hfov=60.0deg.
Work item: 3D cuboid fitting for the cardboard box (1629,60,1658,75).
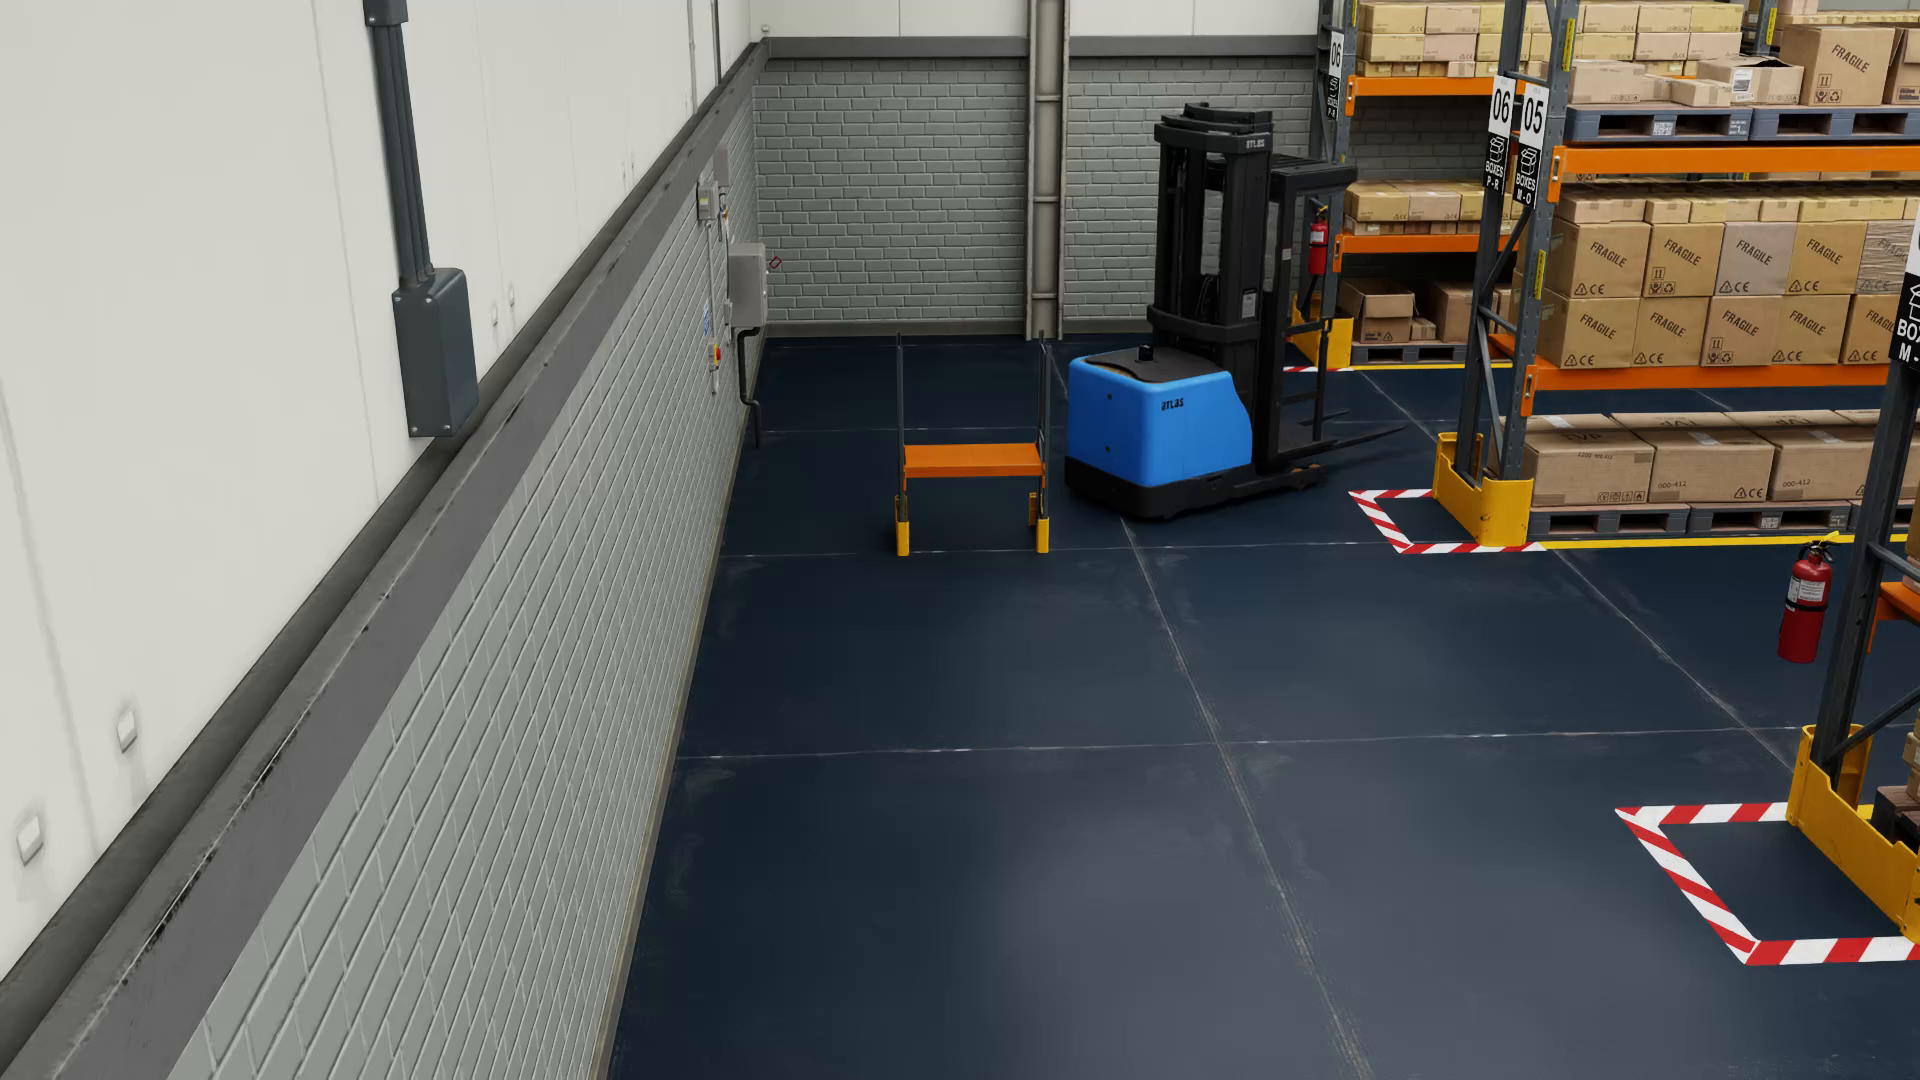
[{"bbox_3d":[6.525,-4.568,16.039,0.250,0.149,0.380,-1,21,-3],"label":"cardboard box"}]

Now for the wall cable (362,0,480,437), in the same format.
[{"bbox_3d":[-1.357,-3.457,4.032,0.120,5.999,2.277,-1,21,-3],"label":"wall cable"}]

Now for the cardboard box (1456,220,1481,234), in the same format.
[{"bbox_3d":[5.009,-3.146,16.520,0.250,0.149,0.380,-1,21,-2],"label":"cardboard box"}]

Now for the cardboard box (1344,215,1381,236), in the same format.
[{"bbox_3d":[3.977,-3.115,16.441,0.250,0.149,0.380,-1,21,-3],"label":"cardboard box"}]

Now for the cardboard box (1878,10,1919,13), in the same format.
[{"bbox_3d":[9.212,-5.127,16.360,0.250,0.149,0.380,-1,21,-3],"label":"cardboard box"}]

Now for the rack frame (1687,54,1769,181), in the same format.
[{"bbox_3d":[7.626,-3.405,16.848,0.127,3.000,1.000,-1,21,-3],"label":"rack frame"}]

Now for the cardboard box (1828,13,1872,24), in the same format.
[{"bbox_3d":[8.467,-4.942,15.875,0.250,0.149,0.380,-2,21,-4],"label":"cardboard box"}]

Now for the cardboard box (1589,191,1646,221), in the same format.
[{"bbox_3d":[4.548,-2.317,11.534,0.250,0.149,0.380,-1,21,-2],"label":"cardboard box"}]

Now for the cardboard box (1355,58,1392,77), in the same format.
[{"bbox_3d":[3.964,-4.532,15.946,0.250,0.149,0.380,-1,21,-2],"label":"cardboard box"}]

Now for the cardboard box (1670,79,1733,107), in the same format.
[{"bbox_3d":[5.019,-3.028,11.266,0.250,0.149,0.380,0,21,-1],"label":"cardboard box"}]

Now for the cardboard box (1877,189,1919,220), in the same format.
[{"bbox_3d":[6.605,-2.342,11.599,0.250,0.149,0.380,-1,21,-3],"label":"cardboard box"}]

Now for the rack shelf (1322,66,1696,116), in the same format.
[{"bbox_3d":[5.629,-4.430,16.336,4.000,0.370,1.077,-1,21,-3],"label":"rack shelf"}]

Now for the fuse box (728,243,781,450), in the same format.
[{"bbox_3d":[-1.683,-1.585,13.878,0.414,1.711,0.539,-1,21,-3],"label":"fuse box"}]

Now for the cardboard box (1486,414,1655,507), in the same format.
[{"bbox_3d":[4.573,-0.608,12.514,0.875,0.438,0.875,-2,21,-5],"label":"cardboard box"}]

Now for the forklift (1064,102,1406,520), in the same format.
[{"bbox_3d":[2.326,-1.910,13.019,3.031,2.935,1.130,-14,25,-32],"label":"forklift"}]

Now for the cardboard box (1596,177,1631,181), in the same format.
[{"bbox_3d":[6.616,-3.547,17.015,0.500,0.250,0.500,-1,21,-4],"label":"cardboard box"}]

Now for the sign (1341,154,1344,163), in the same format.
[{"bbox_3d":[3.664,-3.535,15.975,0.005,0.325,0.100,-1,21,-3],"label":"sign"}]

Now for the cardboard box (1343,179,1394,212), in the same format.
[{"bbox_3d":[4.077,-3.496,16.881,0.500,0.250,0.500,-1,21,-1],"label":"cardboard box"}]

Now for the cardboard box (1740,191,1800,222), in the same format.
[{"bbox_3d":[5.586,-2.308,11.509,0.250,0.149,0.380,-1,21,-3],"label":"cardboard box"}]

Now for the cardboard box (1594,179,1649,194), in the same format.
[{"bbox_3d":[4.772,-2.505,12.027,0.250,0.149,0.380,-1,21,-4],"label":"cardboard box"}]

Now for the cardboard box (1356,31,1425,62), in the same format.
[{"bbox_3d":[4.091,-4.706,15.844,0.500,0.250,0.500,-1,21,-4],"label":"cardboard box"}]

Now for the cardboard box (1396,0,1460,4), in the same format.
[{"bbox_3d":[4.580,-5.147,16.297,0.500,0.250,0.500,-2,21,-5],"label":"cardboard box"}]

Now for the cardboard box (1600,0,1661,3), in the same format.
[{"bbox_3d":[6.599,-5.184,16.396,0.500,0.250,0.500,-2,21,-5],"label":"cardboard box"}]

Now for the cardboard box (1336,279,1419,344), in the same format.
[{"bbox_3d":[4.249,-2.332,16.949,0.637,0.503,0.797,-2,21,-5],"label":"cardboard box"}]

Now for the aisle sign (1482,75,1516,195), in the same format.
[{"bbox_3d":[3.830,-2.884,11.827,0.004,0.787,0.394,-1,21,-3],"label":"aisle sign"}]

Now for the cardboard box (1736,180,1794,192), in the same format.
[{"bbox_3d":[5.801,-2.500,12.015,0.250,0.149,0.380,0,21,-1],"label":"cardboard box"}]

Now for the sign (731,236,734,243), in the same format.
[{"bbox_3d":[-1.918,-2.314,14.116,0.001,0.494,0.329,-1,21,-3],"label":"sign"}]

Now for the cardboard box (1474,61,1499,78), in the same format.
[{"bbox_3d":[4.997,-4.522,15.920,0.250,0.149,0.380,-1,21,-3],"label":"cardboard box"}]

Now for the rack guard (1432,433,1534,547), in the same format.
[{"bbox_3d":[3.896,-0.392,12.448,0.348,0.500,1.175,-1,21,-3],"label":"rack guard"}]

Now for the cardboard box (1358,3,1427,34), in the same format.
[{"bbox_3d":[4.090,-4.948,15.776,0.500,0.250,0.500,-1,21,-4],"label":"cardboard box"}]

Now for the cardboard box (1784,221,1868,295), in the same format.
[{"bbox_3d":[5.942,-2.020,11.664,0.500,0.500,0.500,-1,21,-3],"label":"cardboard box"}]

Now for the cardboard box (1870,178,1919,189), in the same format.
[{"bbox_3d":[6.824,-2.530,12.094,0.250,0.149,0.380,-1,21,-3],"label":"cardboard box"}]

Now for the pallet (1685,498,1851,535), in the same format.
[{"bbox_3d":[5.929,-0.325,12.678,1.213,0.211,1.003,-1,21,-3],"label":"pallet"}]

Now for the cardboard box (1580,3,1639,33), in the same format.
[{"bbox_3d":[6.123,-4.993,15.894,0.500,0.250,0.500,-1,21,-2],"label":"cardboard box"}]

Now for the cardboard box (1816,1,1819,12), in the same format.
[{"bbox_3d":[8.190,-5.313,16.266,0.258,0.266,0.396,-1,21,-3],"label":"cardboard box"}]

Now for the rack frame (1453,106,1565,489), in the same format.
[{"bbox_3d":[3.920,-1.561,12.004,0.127,3.000,1.000,-1,21,-3],"label":"rack frame"}]

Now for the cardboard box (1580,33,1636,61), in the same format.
[{"bbox_3d":[6.128,-4.756,15.975,0.500,0.250,0.500,-1,21,-2],"label":"cardboard box"}]

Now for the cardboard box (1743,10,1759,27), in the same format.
[{"bbox_3d":[7.919,-5.119,16.339,0.250,0.149,0.380,-1,21,-4],"label":"cardboard box"}]

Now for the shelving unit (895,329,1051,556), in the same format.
[{"bbox_3d":[0.076,-0.702,11.858,1.083,1.500,0.587,-1,21,-3],"label":"shelving unit"}]

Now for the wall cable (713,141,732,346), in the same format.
[{"bbox_3d":[-1.801,-2.416,12.823,0.122,1.984,0.588,-1,21,-3],"label":"wall cable"}]

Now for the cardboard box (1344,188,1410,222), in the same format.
[{"bbox_3d":[4.101,-3.306,16.382,0.500,0.250,0.500,-1,21,-3],"label":"cardboard box"}]

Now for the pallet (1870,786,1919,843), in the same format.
[{"bbox_3d":[5.192,1.494,7.901,1.213,0.211,1.003,-1,21,-3],"label":"pallet"}]

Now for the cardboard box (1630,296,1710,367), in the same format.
[{"bbox_3d":[4.919,-1.535,11.797,0.500,0.500,0.500,-1,21,-4],"label":"cardboard box"}]

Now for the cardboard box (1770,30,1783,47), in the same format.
[{"bbox_3d":[7.947,-4.797,15.912,0.250,0.149,0.380,-1,21,-2],"label":"cardboard box"}]

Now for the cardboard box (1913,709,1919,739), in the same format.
[{"bbox_3d":[4.817,0.953,7.982,0.250,0.149,0.380,-1,21,-2],"label":"cardboard box"}]

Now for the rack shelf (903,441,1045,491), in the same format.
[{"bbox_3d":[0.085,-0.535,11.923,1.000,0.185,0.538,-1,21,-3],"label":"rack shelf"}]

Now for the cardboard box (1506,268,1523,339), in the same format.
[{"bbox_3d":[4.386,-1.711,12.259,0.500,0.500,0.500,-1,21,-3],"label":"cardboard box"}]
